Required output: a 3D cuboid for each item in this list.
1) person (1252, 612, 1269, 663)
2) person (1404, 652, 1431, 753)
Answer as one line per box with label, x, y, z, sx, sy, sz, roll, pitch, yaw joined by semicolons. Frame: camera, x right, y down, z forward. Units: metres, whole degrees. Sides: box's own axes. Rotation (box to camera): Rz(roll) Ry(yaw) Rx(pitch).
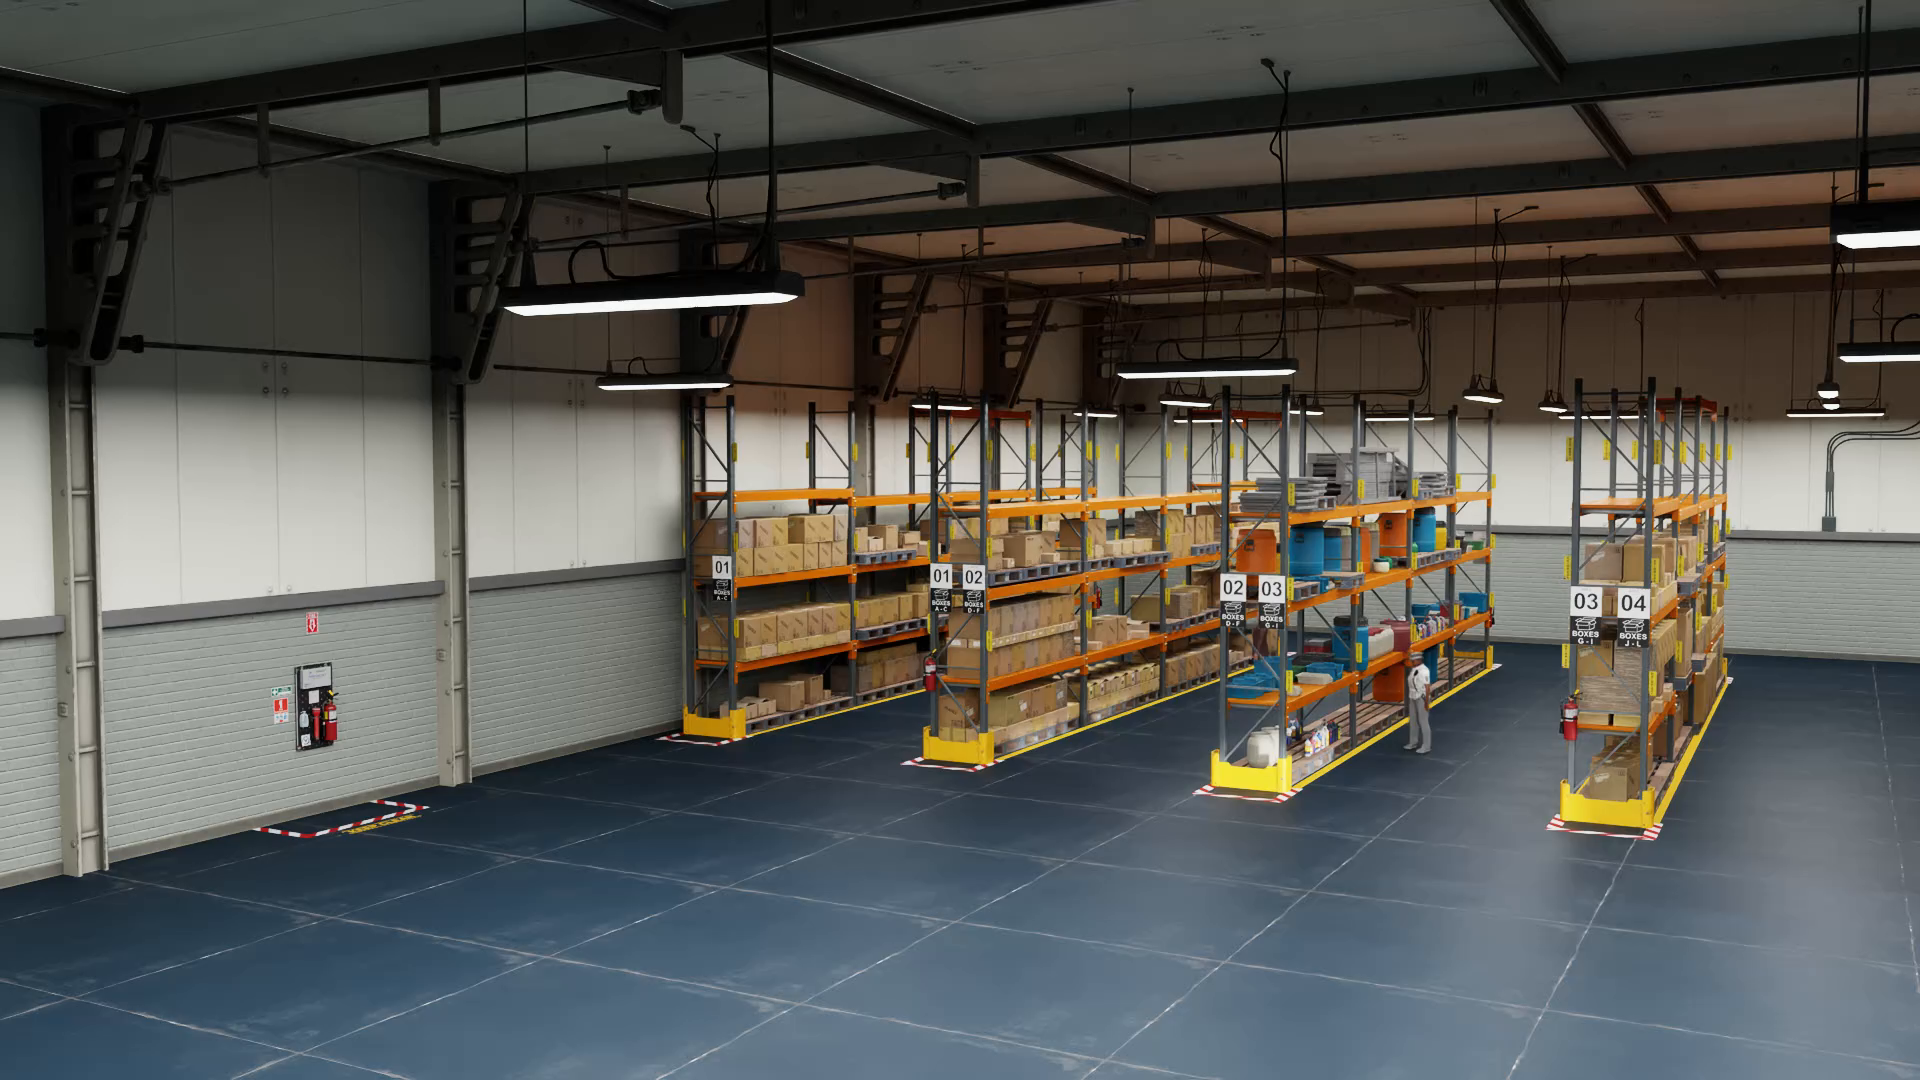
person;6.141;2.340;33.995;0.418;1.821;0.595;0;3;-6
person;7.687;2.713;27.878;0.382;1.647;0.543;-1;3;-12
